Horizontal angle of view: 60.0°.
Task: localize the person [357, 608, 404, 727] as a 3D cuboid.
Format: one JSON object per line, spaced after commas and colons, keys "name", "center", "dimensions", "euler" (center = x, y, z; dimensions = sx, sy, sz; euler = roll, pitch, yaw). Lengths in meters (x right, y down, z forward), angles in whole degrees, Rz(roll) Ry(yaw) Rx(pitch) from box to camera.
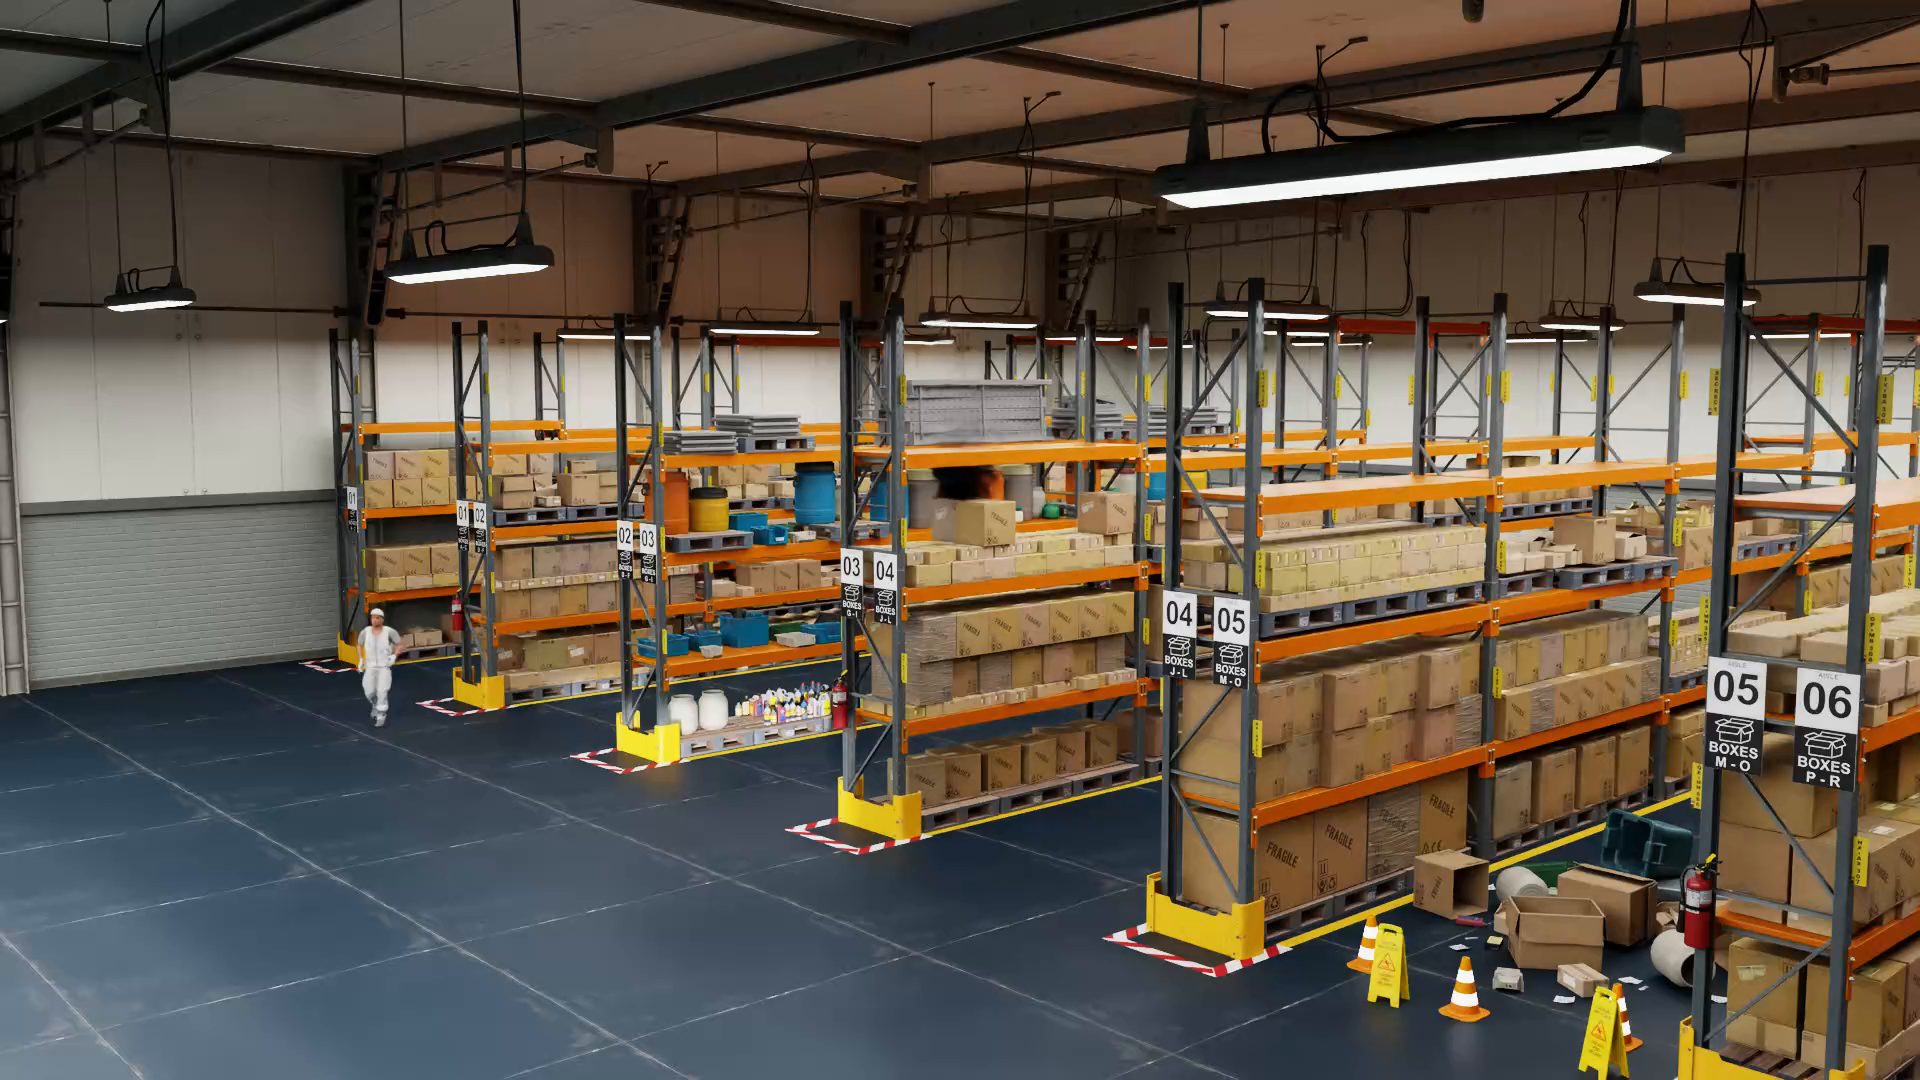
{"name": "person", "center": [-8.567, 1.847, 24.563], "dimensions": [0.678, 1.696, 0.570], "euler": [-1, 6, -8]}
